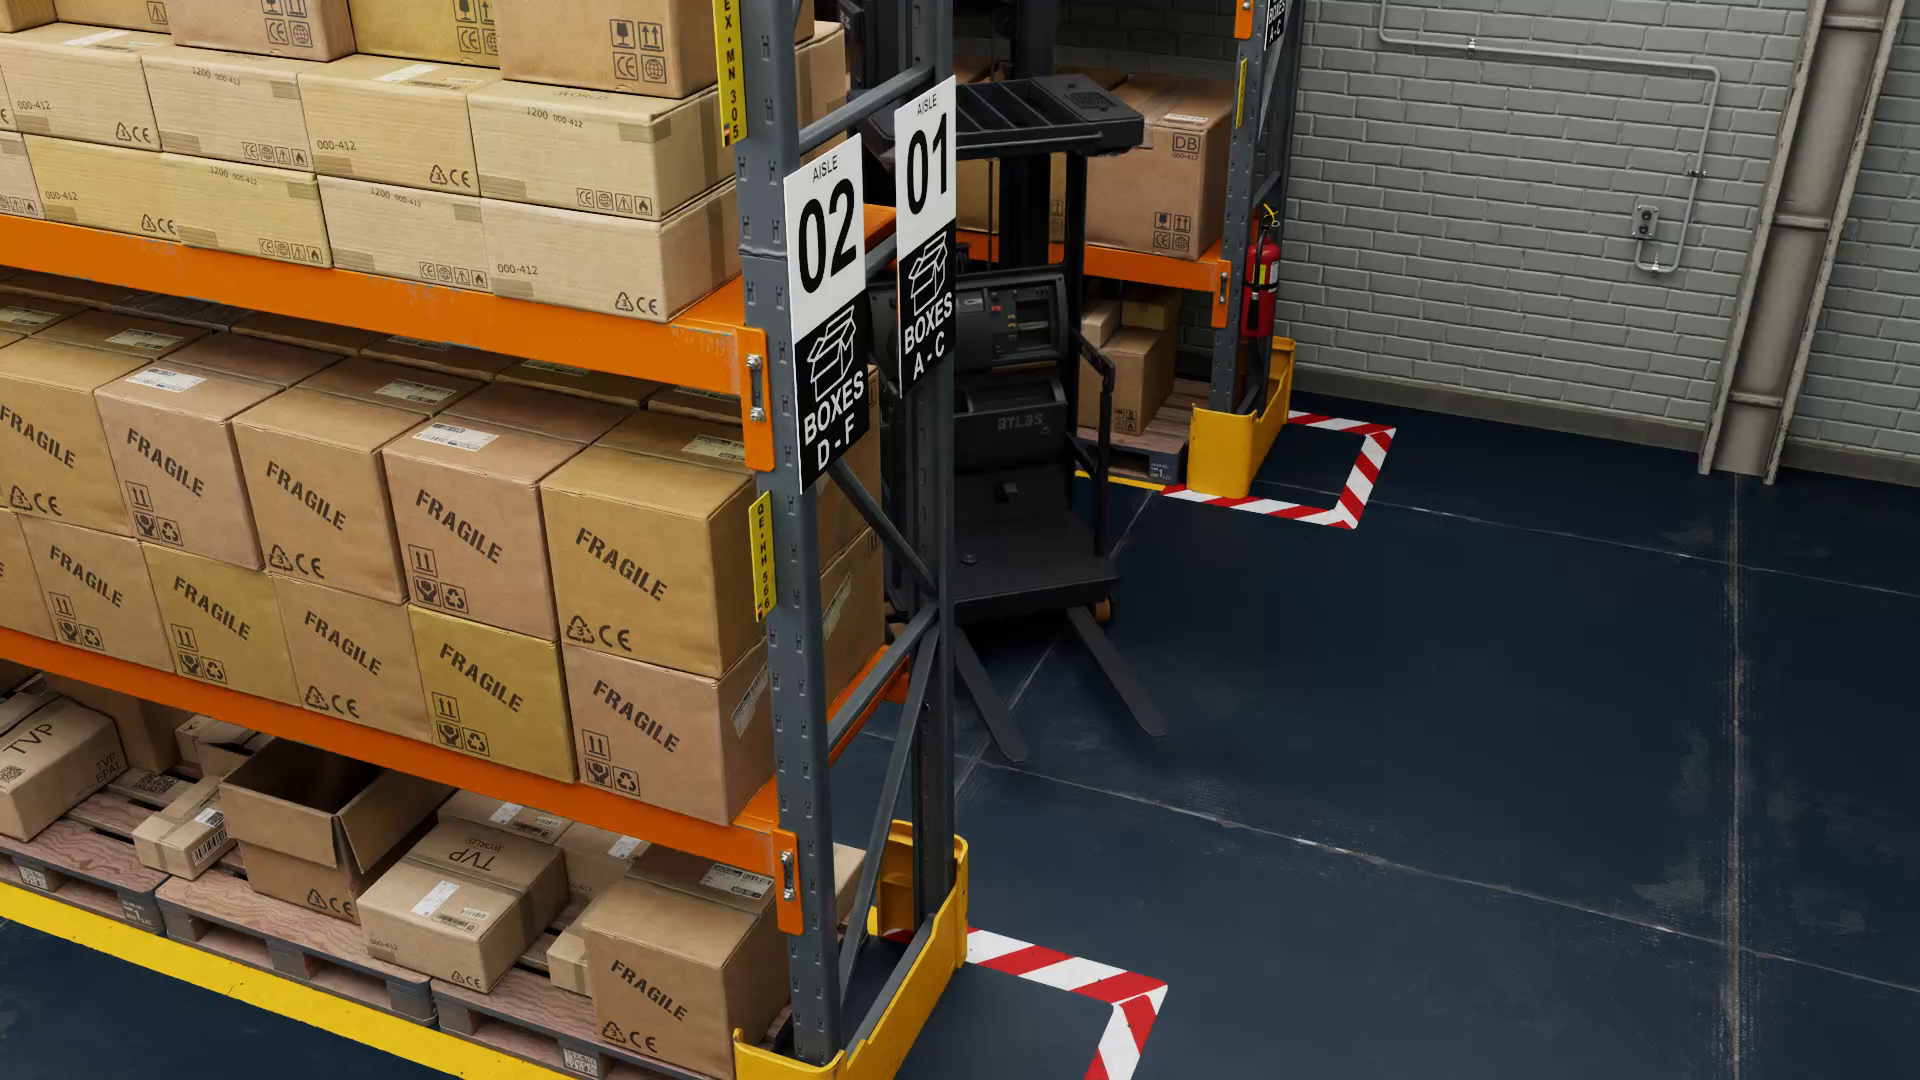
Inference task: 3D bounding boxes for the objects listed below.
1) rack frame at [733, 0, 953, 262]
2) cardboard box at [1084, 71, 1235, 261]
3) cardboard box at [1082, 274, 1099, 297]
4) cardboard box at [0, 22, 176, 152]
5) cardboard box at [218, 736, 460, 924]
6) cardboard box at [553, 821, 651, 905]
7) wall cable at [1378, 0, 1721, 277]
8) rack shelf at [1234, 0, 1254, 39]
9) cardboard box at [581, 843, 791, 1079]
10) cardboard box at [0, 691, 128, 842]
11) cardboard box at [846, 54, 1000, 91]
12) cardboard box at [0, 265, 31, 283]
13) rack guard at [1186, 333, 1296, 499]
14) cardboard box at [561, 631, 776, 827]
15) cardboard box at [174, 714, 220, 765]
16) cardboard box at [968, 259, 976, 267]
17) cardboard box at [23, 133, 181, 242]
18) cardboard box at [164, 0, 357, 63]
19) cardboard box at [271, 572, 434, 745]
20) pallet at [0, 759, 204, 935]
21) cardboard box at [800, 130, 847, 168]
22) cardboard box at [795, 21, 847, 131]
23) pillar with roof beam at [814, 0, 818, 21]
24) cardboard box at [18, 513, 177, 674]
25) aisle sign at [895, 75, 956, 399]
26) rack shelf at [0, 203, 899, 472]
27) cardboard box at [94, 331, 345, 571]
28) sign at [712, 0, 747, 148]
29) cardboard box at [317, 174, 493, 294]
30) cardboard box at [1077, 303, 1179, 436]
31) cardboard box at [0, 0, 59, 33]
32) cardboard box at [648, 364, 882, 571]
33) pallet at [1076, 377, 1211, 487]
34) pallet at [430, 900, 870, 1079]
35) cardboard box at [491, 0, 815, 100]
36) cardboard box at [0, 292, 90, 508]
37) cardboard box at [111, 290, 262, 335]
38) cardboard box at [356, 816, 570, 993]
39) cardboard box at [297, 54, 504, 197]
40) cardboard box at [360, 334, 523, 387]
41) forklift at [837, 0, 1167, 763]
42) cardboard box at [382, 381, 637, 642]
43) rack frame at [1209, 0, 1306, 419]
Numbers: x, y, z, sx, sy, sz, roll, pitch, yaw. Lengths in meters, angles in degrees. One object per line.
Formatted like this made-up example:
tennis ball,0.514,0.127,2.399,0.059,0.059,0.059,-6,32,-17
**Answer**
rack frame,-0.261,-2.177,3.456,0.127,3.000,1.000,11,31,19
cardboard box,1.121,-2.045,9.014,0.700,0.700,0.980,13,32,21
cardboard box,0.633,-1.447,9.715,0.250,0.149,0.380,11,31,19
cardboard box,-2.224,-1.278,4.558,0.500,0.250,0.500,11,31,19
cardboard box,-2.225,0.936,6.136,0.637,0.503,0.797,11,31,19
cardboard box,-1.122,1.118,6.071,0.500,0.250,0.500,11,31,19
wall cable,3.140,-2.461,9.023,1.851,1.984,0.084,11,31,19
rack shelf,-0.256,-3.187,9.023,4.000,0.370,1.077,11,31,19
cardboard box,-0.858,1.344,5.418,0.500,0.500,0.500,11,31,19
cardboard box,-3.660,0.850,6.482,0.500,0.311,0.500,11,31,19
cardboard box,-0.260,-2.319,9.500,0.700,0.700,0.980,10,31,17
cardboard box,-3.402,-0.808,6.014,0.500,0.500,0.500,11,31,19
rack guard,1.620,-0.732,9.536,0.348,0.500,1.175,11,31,19
cardboard box,-0.779,0.433,4.834,0.500,0.500,0.500,12,32,21
cardboard box,-2.963,0.763,6.802,0.250,0.149,0.380,11,31,19
cardboard box,-0.073,-1.587,9.964,0.250,0.149,0.380,12,31,20
cardboard box,-2.221,-1.064,4.688,0.500,0.250,0.500,11,31,19
cardboard box,-1.679,-1.612,4.387,0.500,0.500,0.700,11,31,19
cardboard box,-1.721,0.244,5.169,0.500,0.500,0.500,12,31,20
pallet,-3.332,1.037,6.702,1.213,0.211,1.003,11,31,19
cardboard box,-0.642,-1.016,4.604,0.500,0.250,0.500,11,31,19
cardboard box,-0.640,-1.237,4.486,0.500,0.250,0.500,11,31,19
pillar with roof beam,-2.754,-3.478,5.758,0.400,9.000,9.100,11,31,19
cardboard box,-2.660,0.057,5.499,0.500,0.500,0.500,11,31,19
aisle sign,-0.088,-0.818,4.507,0.004,0.787,0.394,11,31,19
rack shelf,-2.115,-0.928,5.025,4.000,0.370,1.077,11,31,19
cardboard box,-2.204,-0.283,5.084,0.500,0.500,0.500,12,32,21
sign,-0.489,-1.007,3.535,0.005,0.325,0.100,11,31,19
cardboard box,-1.296,-0.878,4.358,0.500,0.250,0.500,11,31,19
cardboard box,0.911,-1.003,9.589,0.500,0.500,0.700,11,31,19
cardboard box,-2.627,-1.770,4.667,0.500,0.500,0.700,11,31,19
cardboard box,-0.574,-0.246,5.019,0.500,0.500,0.500,12,32,21
pallet,0.827,-0.722,9.814,1.213,0.211,1.003,11,31,19
pallet,-1.071,1.488,5.903,1.213,0.211,1.003,11,31,19
cardboard box,-0.744,-1.437,4.078,0.500,0.500,0.700,11,31,19
cardboard box,-3.159,-0.473,5.421,0.500,0.500,0.500,10,31,18
cardboard box,-2.459,-0.621,5.683,0.500,0.500,0.500,12,31,20
cardboard box,-1.727,1.263,5.814,0.500,0.250,0.500,11,31,19
cardboard box,-1.297,-1.094,4.233,0.500,0.250,0.500,11,31,19
cardboard box,-1.523,-0.434,5.352,0.500,0.500,0.500,12,32,20
forklift,0.108,-0.945,7.443,1.130,2.935,3.031,-8,31,-14
cardboard box,-1.246,-0.094,4.750,0.500,0.500,0.500,12,32,20
rack frame,1.598,-1.824,8.929,0.127,3.000,1.000,11,31,19
